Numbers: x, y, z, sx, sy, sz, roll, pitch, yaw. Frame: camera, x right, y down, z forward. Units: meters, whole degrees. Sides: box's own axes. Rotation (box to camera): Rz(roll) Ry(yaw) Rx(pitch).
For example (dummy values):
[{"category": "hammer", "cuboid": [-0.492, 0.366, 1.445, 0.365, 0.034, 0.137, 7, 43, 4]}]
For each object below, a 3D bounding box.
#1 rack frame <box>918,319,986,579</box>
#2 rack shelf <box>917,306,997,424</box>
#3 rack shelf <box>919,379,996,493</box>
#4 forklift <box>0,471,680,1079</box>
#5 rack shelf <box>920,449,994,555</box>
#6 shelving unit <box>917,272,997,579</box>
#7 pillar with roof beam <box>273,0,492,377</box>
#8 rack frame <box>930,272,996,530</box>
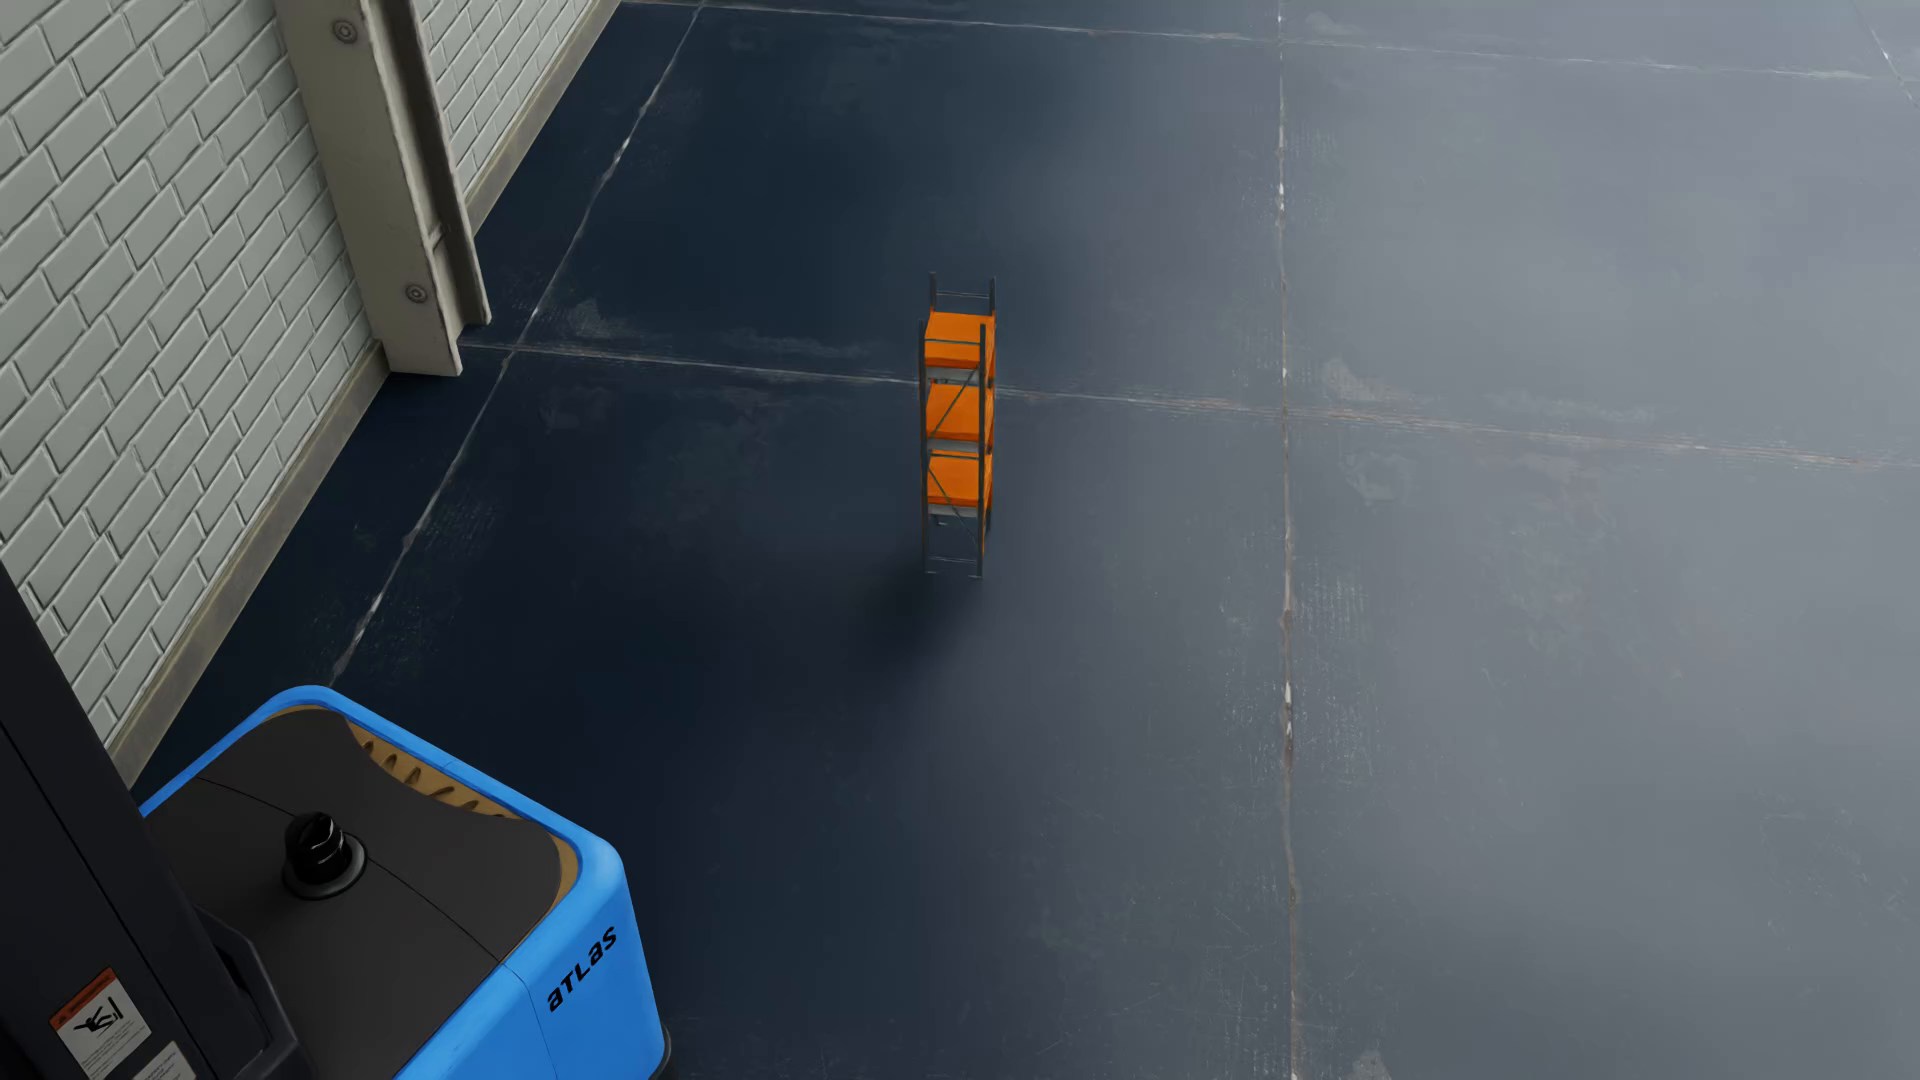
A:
[{"category": "rack frame", "cuboid": [-0.023, -0.262, 5.263, 0.200, 1.050, 0.008, 5, 44, 6]}, {"category": "rack shelf", "cuboid": [-0.007, -0.543, 5.163, 0.215, 0.259, 0.240, 5, 44, 6]}, {"category": "rack shelf", "cuboid": [-0.007, -0.337, 5.358, 0.215, 0.259, 0.240, 5, 44, 6]}, {"category": "forklift", "cuboid": [-1.893, 1.066, 2.493, 1.130, 2.935, 3.031, 23, 48, 22]}, {"category": "rack shelf", "cuboid": [-0.007, -0.135, 5.549, 0.215, 0.259, 0.240, 5, 44, 6]}, {"category": "shelving unit", "cuboid": [-0.007, -0.345, 5.351, 0.215, 1.050, 0.252, 5, 44, 6]}, {"category": "pillar with roof beam", "cuboid": [2.204, -3.655, 3.066, 9.100, 9.000, 0.400, 5, 44, 6]}, {"category": "rack frame", "cuboid": [0.009, -0.428, 5.438, 0.200, 1.050, 0.008, 5, 44, 6]}]
